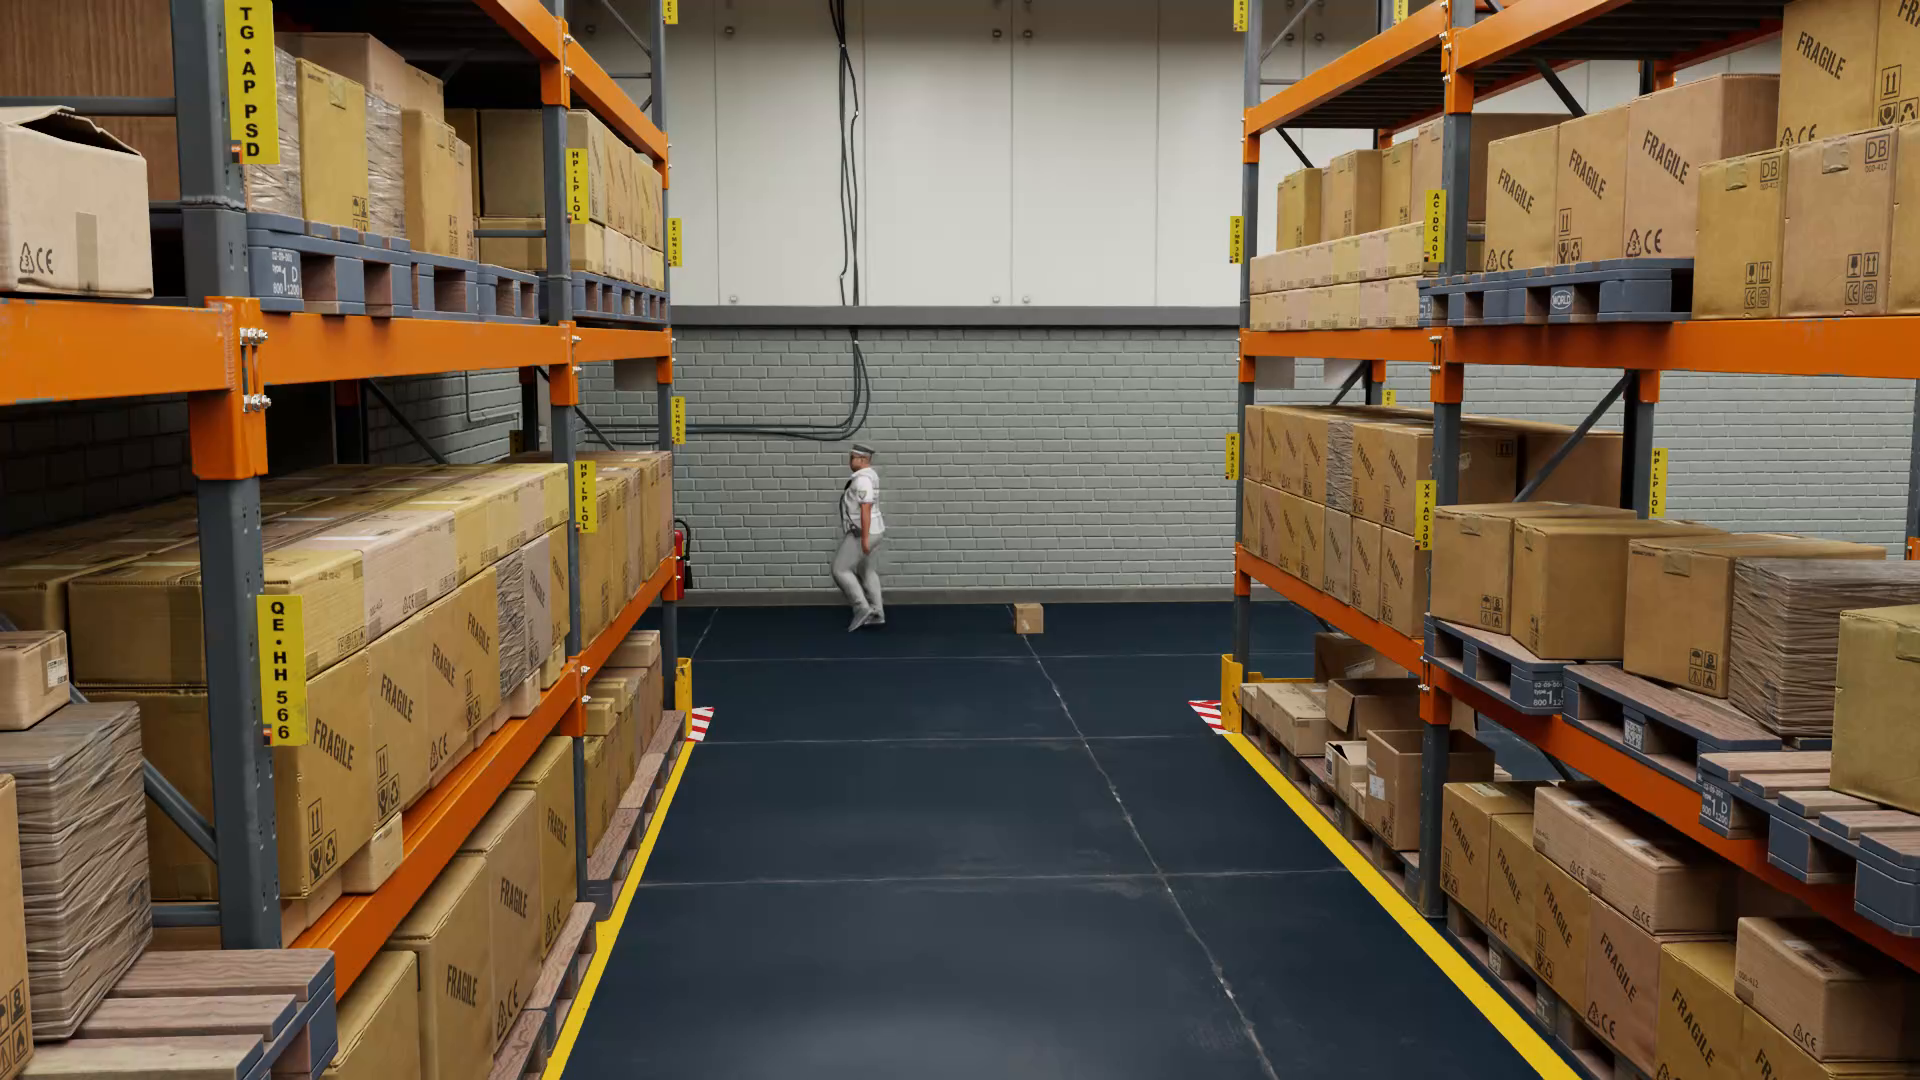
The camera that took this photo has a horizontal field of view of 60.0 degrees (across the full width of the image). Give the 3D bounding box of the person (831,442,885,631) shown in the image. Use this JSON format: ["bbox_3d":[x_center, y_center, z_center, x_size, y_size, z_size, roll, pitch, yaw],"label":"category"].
[{"bbox_3d":[-0.963,-0.030,15.907,0.473,1.820,0.545,1,7,10],"label":"person"}]
